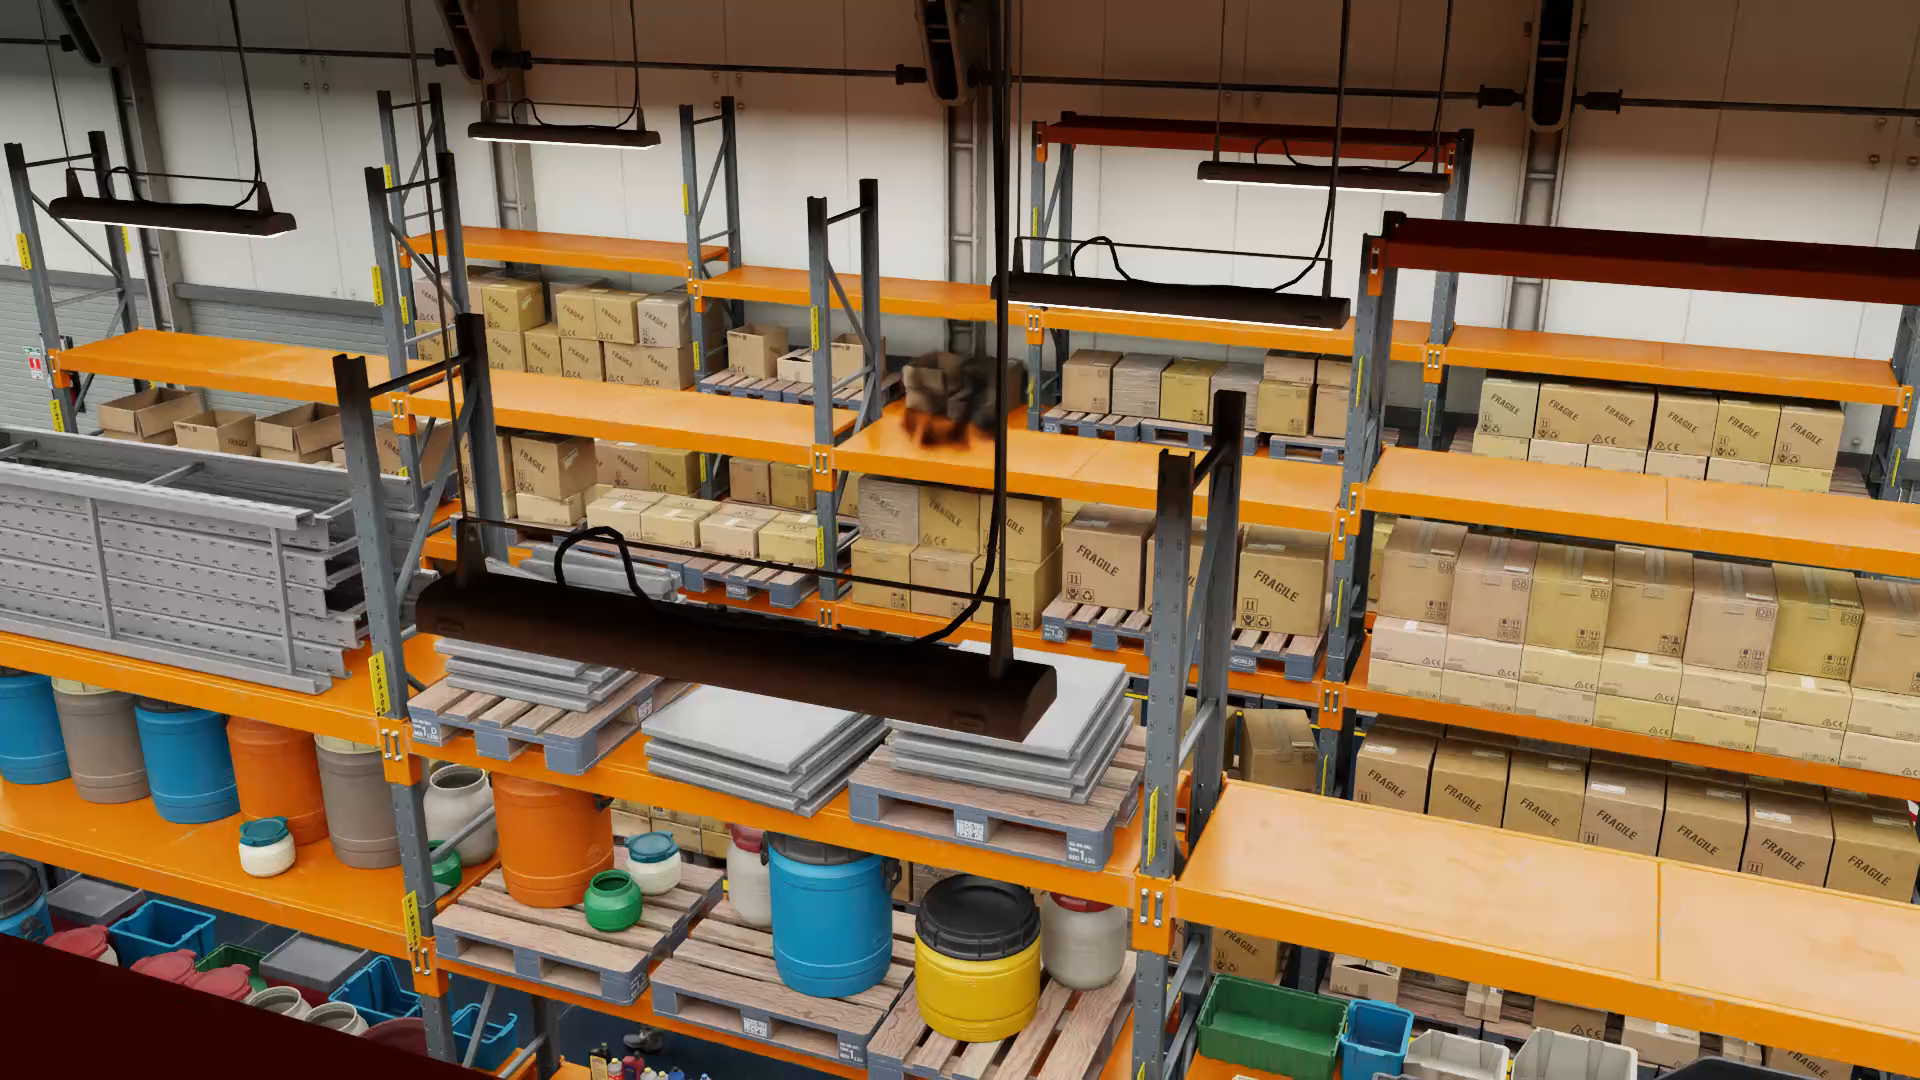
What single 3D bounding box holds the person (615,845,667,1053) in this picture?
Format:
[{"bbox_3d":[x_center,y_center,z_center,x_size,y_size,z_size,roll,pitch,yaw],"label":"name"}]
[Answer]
[{"bbox_3d":[-2.412,2.971,12.128,0.598,1.740,0.648,4,21,10],"label":"person"}]
